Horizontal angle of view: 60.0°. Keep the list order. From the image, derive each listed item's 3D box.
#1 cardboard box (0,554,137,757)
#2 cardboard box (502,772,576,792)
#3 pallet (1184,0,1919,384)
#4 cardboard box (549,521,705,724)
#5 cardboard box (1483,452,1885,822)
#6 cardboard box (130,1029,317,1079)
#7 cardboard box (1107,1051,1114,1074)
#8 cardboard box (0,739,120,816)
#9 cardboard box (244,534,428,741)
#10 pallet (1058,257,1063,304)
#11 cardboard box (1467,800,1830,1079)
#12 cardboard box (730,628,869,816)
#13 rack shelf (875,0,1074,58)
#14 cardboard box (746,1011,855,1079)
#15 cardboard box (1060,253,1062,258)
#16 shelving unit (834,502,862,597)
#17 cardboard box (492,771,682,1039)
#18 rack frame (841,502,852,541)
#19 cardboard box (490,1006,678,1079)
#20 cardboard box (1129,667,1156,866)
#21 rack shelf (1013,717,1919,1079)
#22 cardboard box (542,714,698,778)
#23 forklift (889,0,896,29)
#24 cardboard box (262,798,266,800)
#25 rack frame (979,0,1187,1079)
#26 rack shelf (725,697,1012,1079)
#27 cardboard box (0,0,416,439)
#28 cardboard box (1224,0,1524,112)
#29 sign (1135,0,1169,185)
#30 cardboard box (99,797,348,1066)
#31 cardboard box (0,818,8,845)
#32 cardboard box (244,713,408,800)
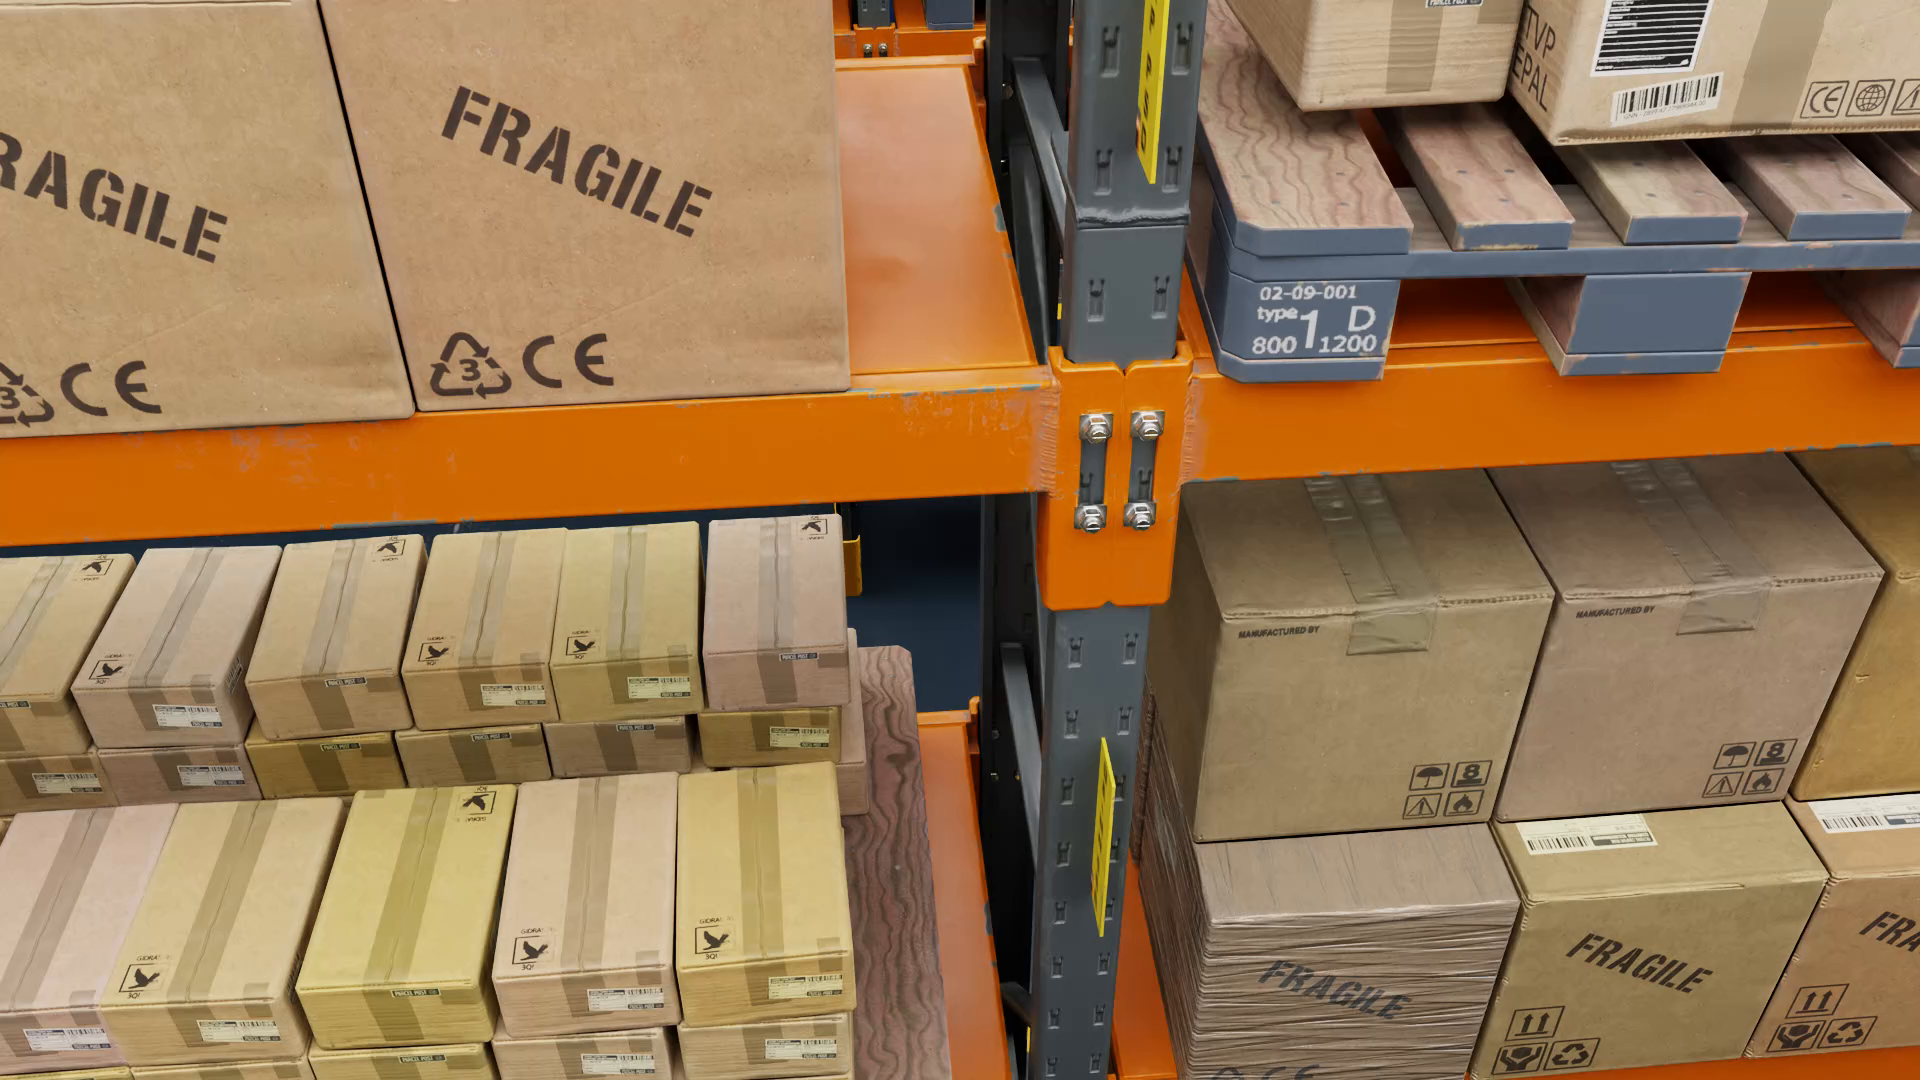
[{"bbox_3d":[-1.638,0.201,2.957,0.250,0.149,0.380,-2,38,-3],"label":"cardboard box"},{"bbox_3d":[-0.851,0.385,3.204,0.250,0.149,0.380,-1,38,-2],"label":"cardboard box"},{"bbox_3d":[0.785,-0.650,2.383,1.003,0.211,1.213,-1,38,-2],"label":"pallet"},{"bbox_3d":[-0.597,0.144,3.029,0.250,0.149,0.380,-4,38,-5],"label":"cardboard box"},{"bbox_3d":[1.100,0.043,2.886,0.500,0.500,0.700,-4,38,-5],"label":"cardboard box"},{"bbox_3d":[-1.080,0.692,2.575,0.250,0.149,0.380,-3,38,-4],"label":"cardboard box"},{"bbox_3d":[0.763,1.262,3.706,0.750,0.750,1.050,-4,38,-5],"label":"cardboard box"},{"bbox_3d":[-1.634,0.313,3.055,0.250,0.149,0.380,-3,38,-4],"label":"cardboard box"},{"bbox_3d":[-1.105,0.169,2.997,0.250,0.149,0.380,-5,39,-6],"label":"cardboard box"},{"bbox_3d":[0.388,-1.474,7.948,1.213,0.211,1.003,-3,38,-4],"label":"pallet"},{"bbox_3d":[1.125,0.595,2.994,0.500,0.500,0.500,-3,38,-4],"label":"cardboard box"},{"bbox_3d":[-0.315,0.356,3.241,0.250,0.149,0.380,-4,38,-5],"label":"cardboard box"},{"bbox_3d":[1.601,-2.354,7.393,4.000,0.370,1.077,-3,38,-4],"label":"rack shelf"},{"bbox_3d":[-0.303,0.766,2.721,0.250,0.149,0.380,-3,38,-3],"label":"cardboard box"},{"bbox_3d":[0.173,-1.685,7.746,0.625,0.372,0.950,-6,39,-7],"label":"cardboard box"},{"bbox_3d":[0.076,-0.593,5.791,1.083,1.500,0.587,-3,38,-4],"label":"shelving unit"},{"bbox_3d":[-0.550,0.544,2.522,0.250,0.149,0.380,-4,38,-5],"label":"cardboard box"},{"bbox_3d":[-0.421,-0.566,5.756,0.032,1.500,0.500,-3,38,-4],"label":"rack frame"},{"bbox_3d":[-0.569,0.663,2.612,0.250,0.149,0.380,-2,38,-2],"label":"cardboard box"},{"bbox_3d":[0.573,0.292,3.377,0.500,0.500,0.500,-3,38,-4],"label":"cardboard box"},{"bbox_3d":[2.140,0.695,3.529,4.000,0.370,1.077,-3,38,-4],"label":"rack shelf"},{"bbox_3d":[-0.621,0.258,3.125,0.250,0.149,0.380,-1,38,-2],"label":"cardboard box"},{"bbox_3d":[0.383,-4.154,9.149,3.031,2.935,1.130,-4,38,-5],"label":"forklift"},{"bbox_3d":[-1.385,0.417,3.163,0.250,0.149,0.380,-2,38,-2],"label":"cardboard box"},{"bbox_3d":[0.148,0.522,3.167,0.127,3.000,1.000,-3,38,-4],"label":"rack frame"},{"bbox_3d":[-1.844,0.914,3.251,4.000,0.370,1.077,-3,38,-4],"label":"rack shelf"},{"bbox_3d":[-0.895,-0.471,1.923,0.500,0.500,0.500,-3,38,-4],"label":"cardboard box"},{"bbox_3d":[0.495,-0.681,2.053,0.250,0.149,0.380,-5,39,-6],"label":"cardboard box"},{"bbox_3d":[0.194,-0.524,1.653,0.005,0.325,0.100,-3,38,-4],"label":"sign"},{"bbox_3d":[-1.076,0.576,2.482,0.250,0.149,0.380,-2,38,-3],"label":"cardboard box"},{"bbox_3d":[-1.588,0.601,2.450,0.250,0.149,0.380,-1,38,-2],"label":"cardboard box"},{"bbox_3d":[-1.138,0.288,3.086,0.250,0.149,0.380,-3,38,-4],"label":"cardboard box"}]
